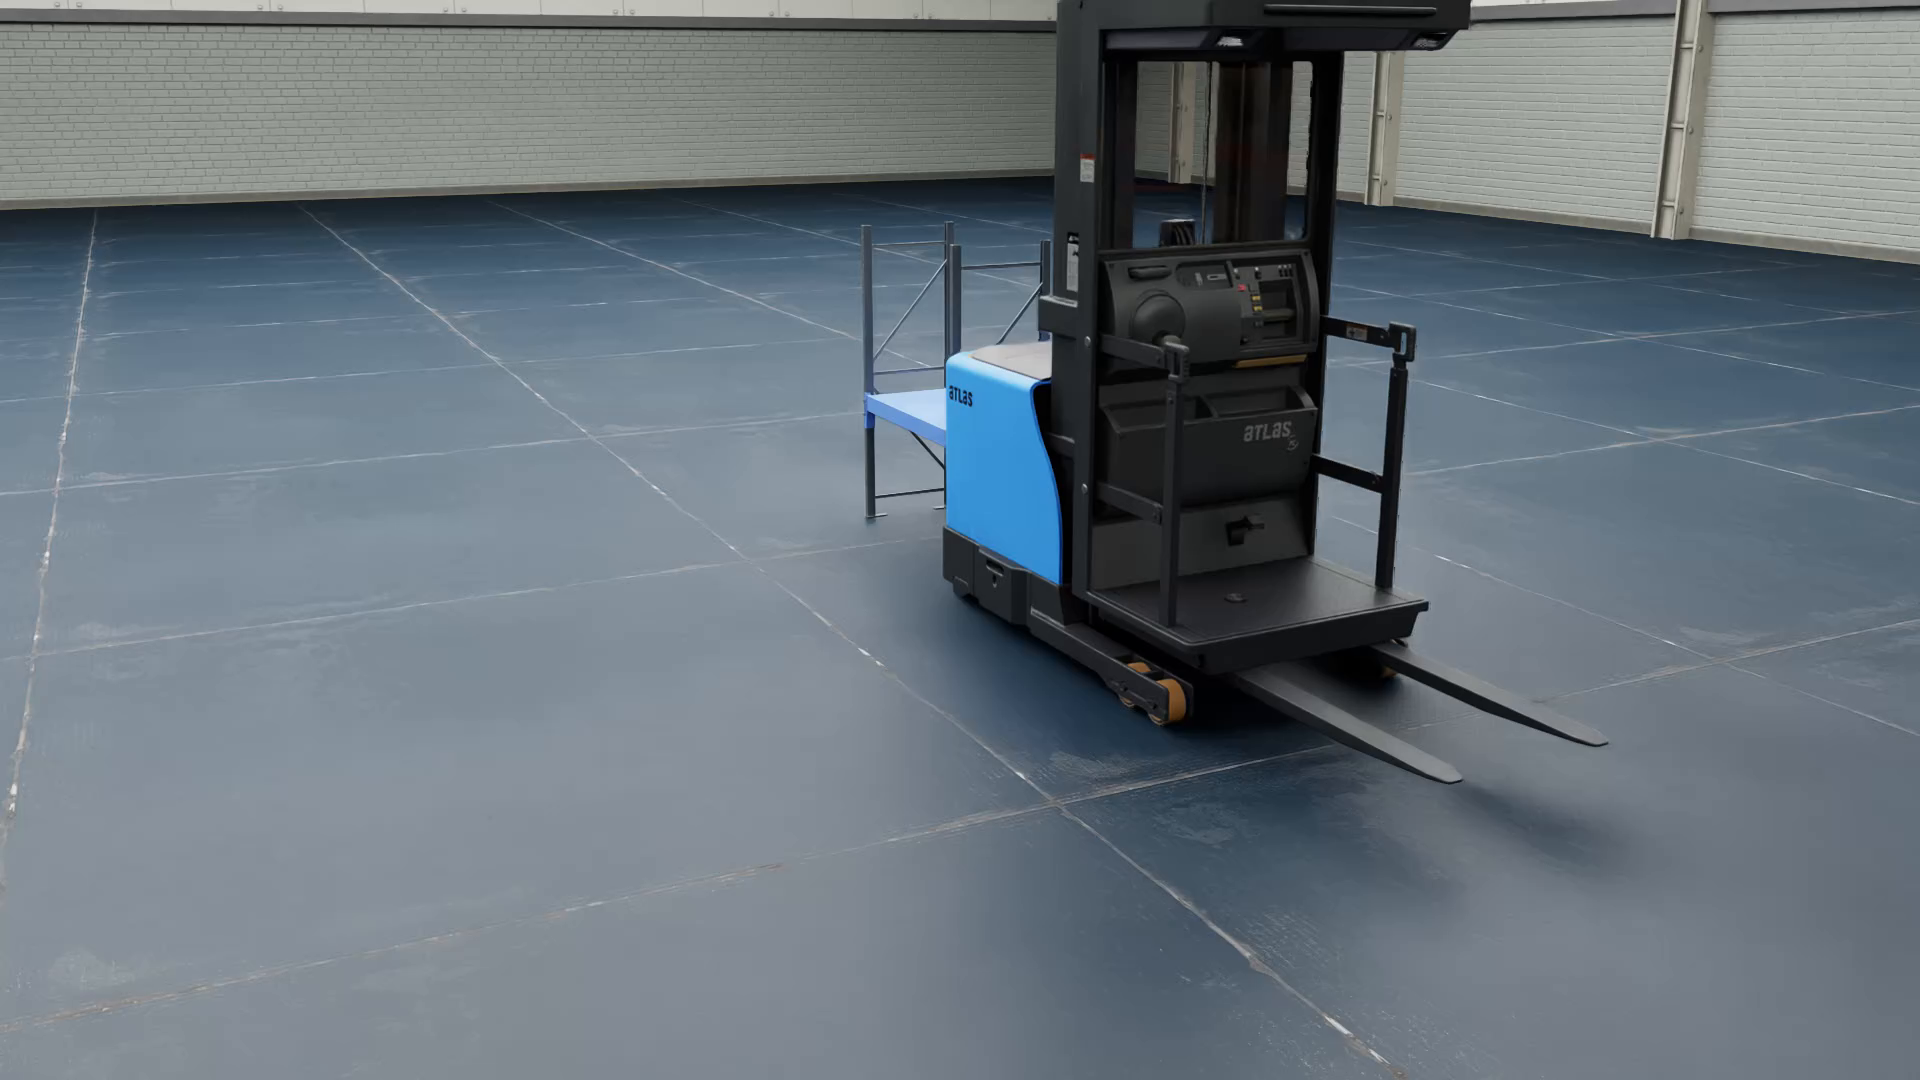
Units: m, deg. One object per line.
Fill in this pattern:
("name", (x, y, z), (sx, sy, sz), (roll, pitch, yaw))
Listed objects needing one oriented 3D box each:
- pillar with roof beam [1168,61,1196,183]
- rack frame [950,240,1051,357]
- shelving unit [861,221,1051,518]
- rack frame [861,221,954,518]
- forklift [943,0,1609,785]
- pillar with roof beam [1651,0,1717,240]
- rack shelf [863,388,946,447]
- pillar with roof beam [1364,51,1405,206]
("pillar with roof beam", (0.478, -10.868, 29.808), (9.100, 9.000, 0.400), (-8, 18, -25))
("rack frame", (0.185, -0.616, 7.678), (0.500, 1.500, 0.032), (-8, 18, -25))
("shelving unit", (-0.037, -0.742, 8.117), (0.538, 1.500, 1.048), (-8, 18, -25))
("rack frame", (-0.260, -0.868, 8.557), (0.500, 1.500, 0.032), (-8, 18, -25))
("forklift", (1.049, -0.887, 6.027), (1.130, 2.935, 3.031), (-8, 18, -26))
("pillar with roof beam", (5.735, -7.892, 19.439), (9.100, 9.000, 0.400), (-8, 18, -25))
("rack shelf", (-0.037, -0.569, 8.167), (0.538, 0.185, 1.000), (-8, 18, -25))
("pillar with roof beam", (3.106, -9.380, 24.623), (9.100, 9.000, 0.400), (-8, 18, -25))
